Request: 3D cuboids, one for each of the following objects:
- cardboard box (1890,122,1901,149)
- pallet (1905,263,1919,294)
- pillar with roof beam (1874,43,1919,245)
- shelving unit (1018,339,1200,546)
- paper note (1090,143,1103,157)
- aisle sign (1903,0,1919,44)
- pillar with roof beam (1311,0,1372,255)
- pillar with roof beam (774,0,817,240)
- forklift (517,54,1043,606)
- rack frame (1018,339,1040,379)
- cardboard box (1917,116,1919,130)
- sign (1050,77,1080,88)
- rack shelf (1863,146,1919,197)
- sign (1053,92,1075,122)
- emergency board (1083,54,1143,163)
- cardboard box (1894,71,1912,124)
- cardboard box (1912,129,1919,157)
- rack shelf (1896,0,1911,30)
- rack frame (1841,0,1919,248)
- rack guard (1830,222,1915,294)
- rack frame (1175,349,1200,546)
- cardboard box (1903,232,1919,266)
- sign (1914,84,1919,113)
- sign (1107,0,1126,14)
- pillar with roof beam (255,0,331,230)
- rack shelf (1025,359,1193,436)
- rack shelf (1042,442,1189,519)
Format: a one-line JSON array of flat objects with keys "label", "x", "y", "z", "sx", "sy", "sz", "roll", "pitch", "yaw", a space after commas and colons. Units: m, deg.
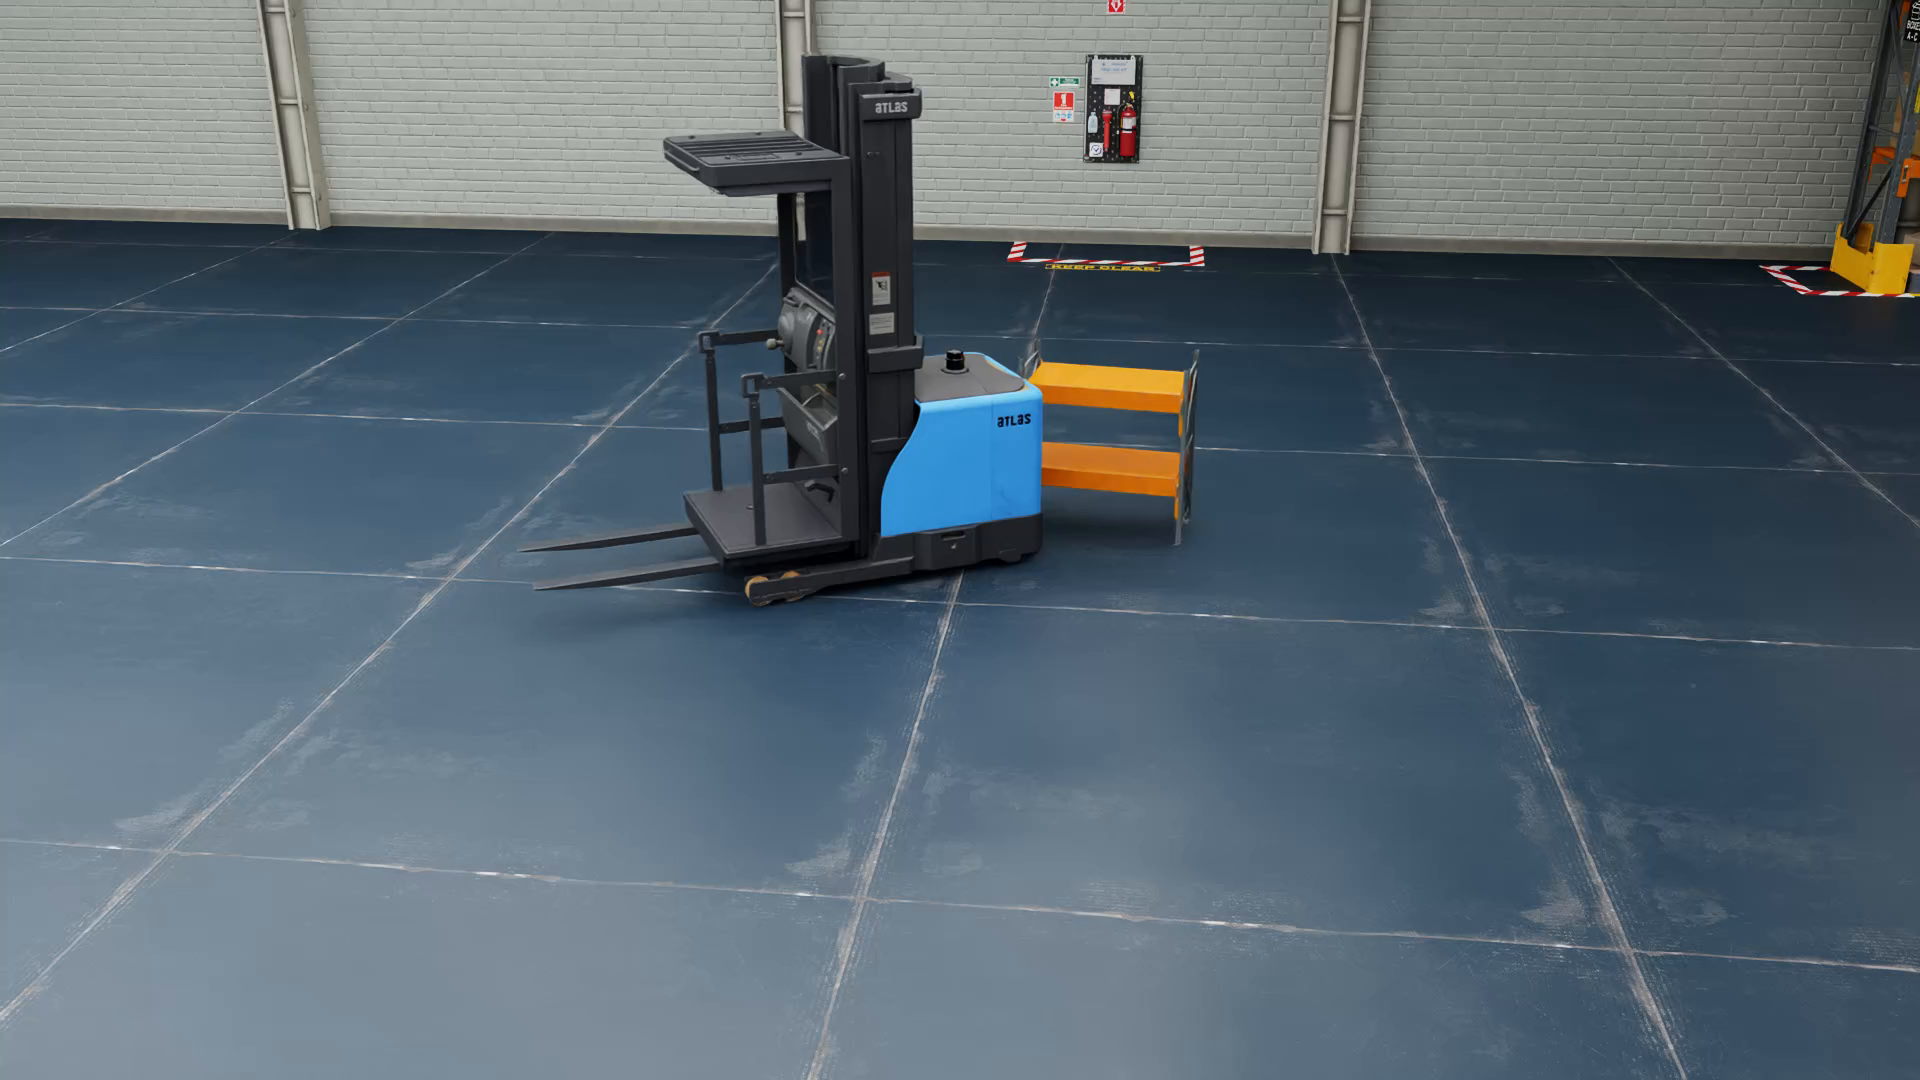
[{"label": "cardboard box", "x": 9.789, "y": -4.067, "z": 16.824, "sx": 0.500, "sy": 0.250, "sz": 0.500, "roll": 3, "pitch": 22, "yaw": 7}, {"label": "pallet", "x": 10.180, "y": -2.729, "z": 17.055, "sx": 1.213, "sy": 0.211, "sz": 1.003, "roll": 2, "pitch": 22, "yaw": 6}, {"label": "pillar with roof beam", "x": 9.592, "y": -5.581, "z": 12.316, "sx": 0.400, "sy": 9.000, "sz": 9.100, "roll": 2, "pitch": 22, "yaw": 6}, {"label": "shelving unit", "x": 0.927, "y": -0.626, "z": 10.493, "sx": 1.048, "sy": 1.125, "sz": 0.538, "roll": 6, "pitch": 22, "yaw": 14}, {"label": "paper note", "x": 1.523, "y": -4.366, "z": 18.602, "sx": 0.142, "sy": 0.148, "sz": 0.016, "roll": 2, "pitch": 22, "yaw": 6}, {"label": "aisle sign", "x": 9.195, "y": -5.179, "z": 15.925, "sx": 0.004, "sy": 0.787, "sz": 0.394, "roll": 2, "pitch": 22, "yaw": 6}, {"label": "pillar with roof beam", "x": 3.634, "y": -5.840, "z": 12.972, "sx": 0.400, "sy": 9.000, "sz": 9.100, "roll": 2, "pitch": 22, "yaw": 6}, {"label": "pillar with roof beam", "x": -2.324, "y": -6.100, "z": 13.629, "sx": 0.400, "sy": 9.000, "sz": 9.100, "roll": 2, "pitch": 22, "yaw": 6}, {"label": "forklift", "x": -1.065, "y": -1.206, "z": 9.504, "sx": 3.031, "sy": 2.935, "sz": 1.130, "roll": -8, "pitch": 23, "yaw": -20}, {"label": "rack frame", "x": 0.436, "y": -0.674, "z": 10.614, "sx": 0.032, "sy": 1.125, "sz": 0.500, "roll": 6, "pitch": 22, "yaw": 14}, {"label": "cardboard box", "x": 9.741, "y": -4.235, "z": 16.228, "sx": 0.500, "sy": 0.500, "sz": 0.500, "roll": 3, "pitch": 22, "yaw": 6}, {"label": "sign", "x": 1.157, "y": -5.064, "z": 18.400, "sx": 0.331, "sy": 0.109, "sz": 0.001, "roll": 2, "pitch": 22, "yaw": 6}, {"label": "rack shelf", "x": 11.288, "y": -3.656, "z": 16.585, "sx": 4.000, "sy": 0.370, "sz": 1.077, "roll": 2, "pitch": 22, "yaw": 6}, {"label": "sign", "x": 1.154, "y": -4.821, "z": 18.506, "sx": 0.234, "sy": 0.329, "sz": 0.001, "roll": 2, "pitch": 22, "yaw": 6}, {"label": "emergency board", "x": 1.691, "y": -4.743, "z": 18.357, "sx": 0.643, "sy": 1.169, "sz": 0.194, "roll": 2, "pitch": 22, "yaw": 6}, {"label": "cardboard box", "x": 9.795, "y": -4.422, "z": 16.703, "sx": 0.500, "sy": 0.500, "sz": 0.500, "roll": 2, "pitch": 22, "yaw": 6}, {"label": "cardboard box", "x": 9.749, "y": -3.879, "z": 16.349, "sx": 0.500, "sy": 0.250, "sz": 0.500, "roll": 2, "pitch": 22, "yaw": 5}, {"label": "rack shelf", "x": 11.288, "y": -5.051, "z": 16.034, "sx": 4.000, "sy": 0.370, "sz": 1.077, "roll": 2, "pitch": 22, "yaw": 6}, {"label": "rack frame", "x": 9.302, "y": -4.077, "z": 16.672, "sx": 0.127, "sy": 3.000, "sz": 1.000, "roll": 2, "pitch": 22, "yaw": 6}, {"label": "rack guard", "x": 9.377, "y": -2.911, "z": 17.123, "sx": 0.348, "sy": 0.500, "sz": 1.175, "roll": 2, "pitch": 22, "yaw": 6}, {"label": "rack frame", "x": 1.419, "y": -0.578, "z": 10.372, "sx": 0.032, "sy": 1.125, "sz": 0.500, "roll": 6, "pitch": 22, "yaw": 14}, {"label": "cardboard box", "x": 9.978, "y": -2.968, "z": 16.927, "sx": 0.500, "sy": 0.311, "sz": 0.500, "roll": 0, "pitch": 22, "yaw": 0}, {"label": "sign", "x": 9.238, "y": -4.281, "z": 16.012, "sx": 0.005, "sy": 0.325, "sz": 0.100, "roll": 2, "pitch": 22, "yaw": 6}, {"label": "sign", "x": 1.695, "y": -5.858, "z": 18.023, "sx": 0.199, "sy": 0.298, "sz": 0.001, "roll": 2, "pitch": 22, "yaw": 6}, {"label": "pillar with roof beam", "x": -8.283, "y": -6.359, "z": 14.286, "sx": 0.400, "sy": 9.000, "sz": 9.100, "roll": 2, "pitch": 22, "yaw": 6}, {"label": "rack shelf", "x": 0.927, "y": -0.898, "z": 10.385, "sx": 1.000, "sy": 0.278, "sz": 0.538, "roll": 6, "pitch": 22, "yaw": 14}, {"label": "rack shelf", "x": 0.927, "y": -0.398, "z": 10.583, "sx": 1.000, "sy": 0.278, "sz": 0.538, "roll": 6, "pitch": 22, "yaw": 14}]
